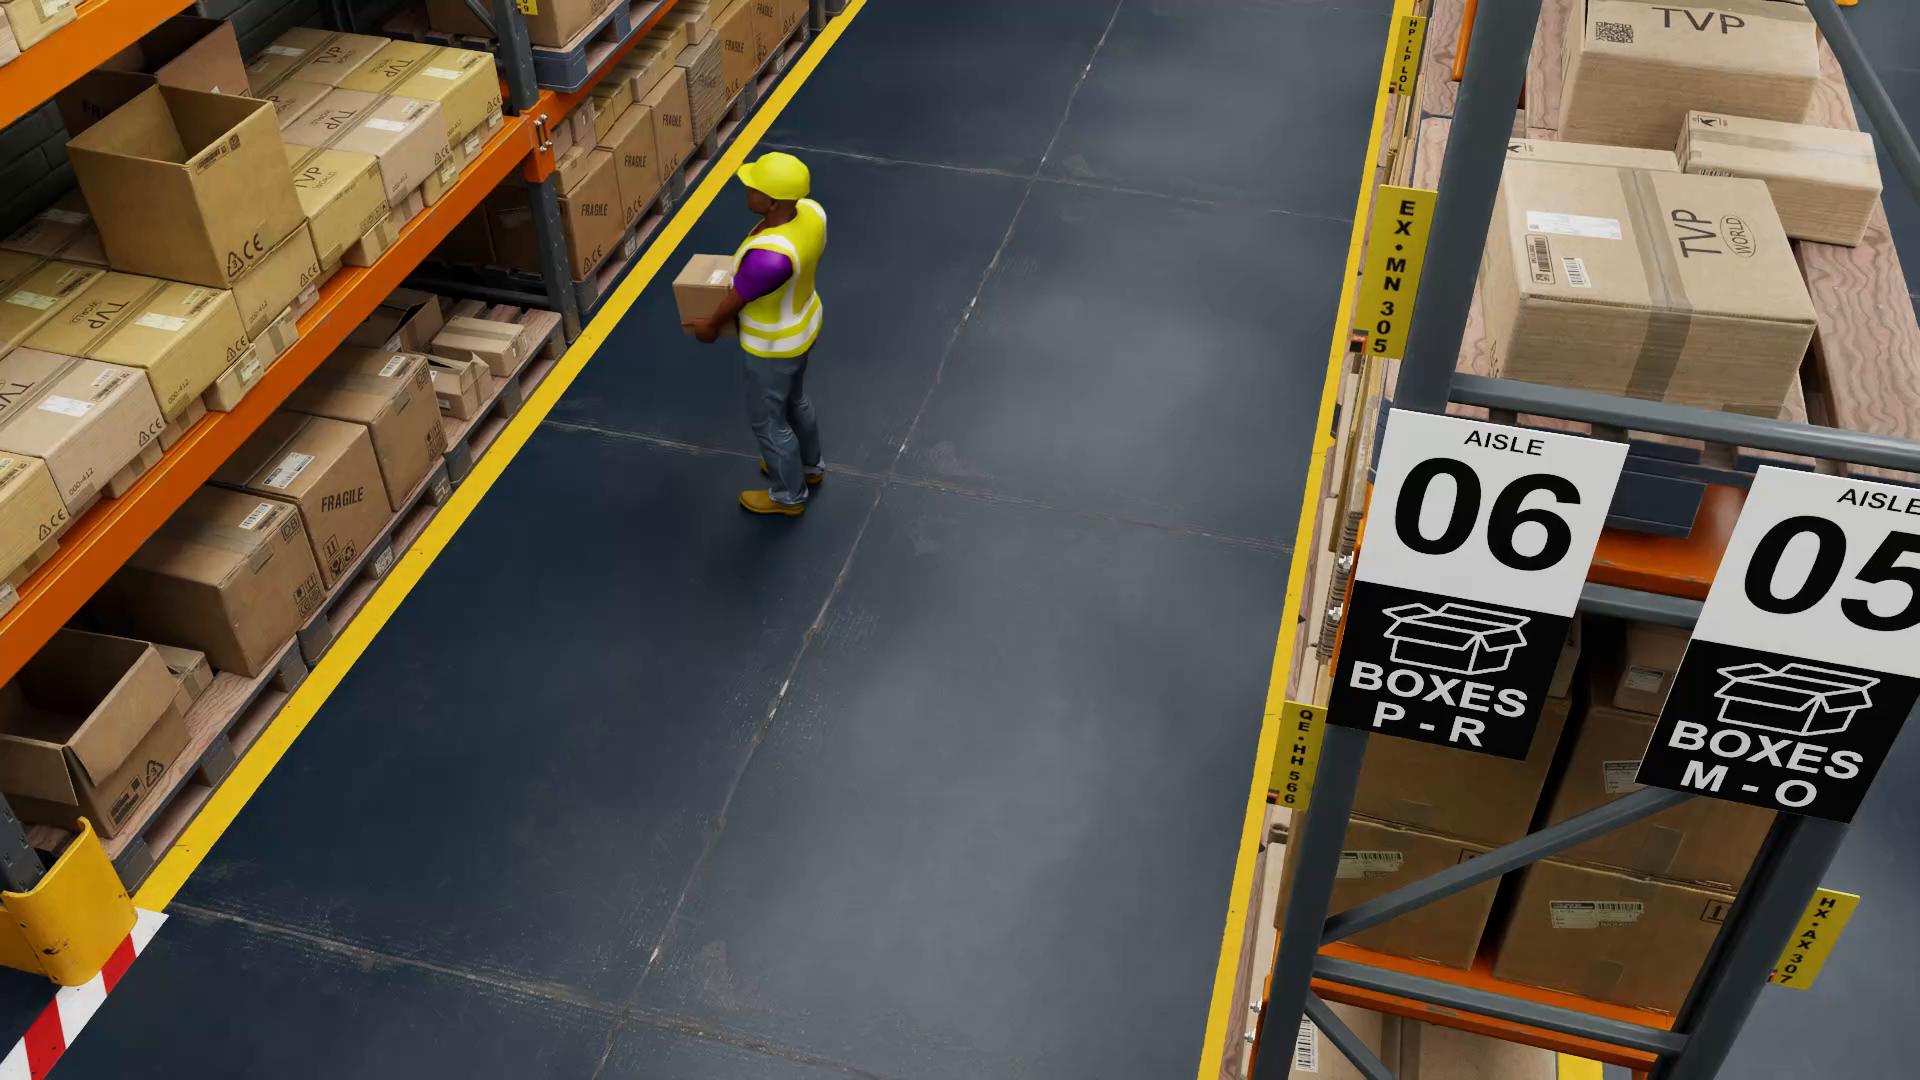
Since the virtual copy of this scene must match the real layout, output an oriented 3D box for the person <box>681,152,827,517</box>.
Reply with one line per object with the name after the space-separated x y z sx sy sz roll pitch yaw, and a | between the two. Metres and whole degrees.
-0.875 -0.891 7.178 0.587 1.761 0.502 10 42 11 | person
